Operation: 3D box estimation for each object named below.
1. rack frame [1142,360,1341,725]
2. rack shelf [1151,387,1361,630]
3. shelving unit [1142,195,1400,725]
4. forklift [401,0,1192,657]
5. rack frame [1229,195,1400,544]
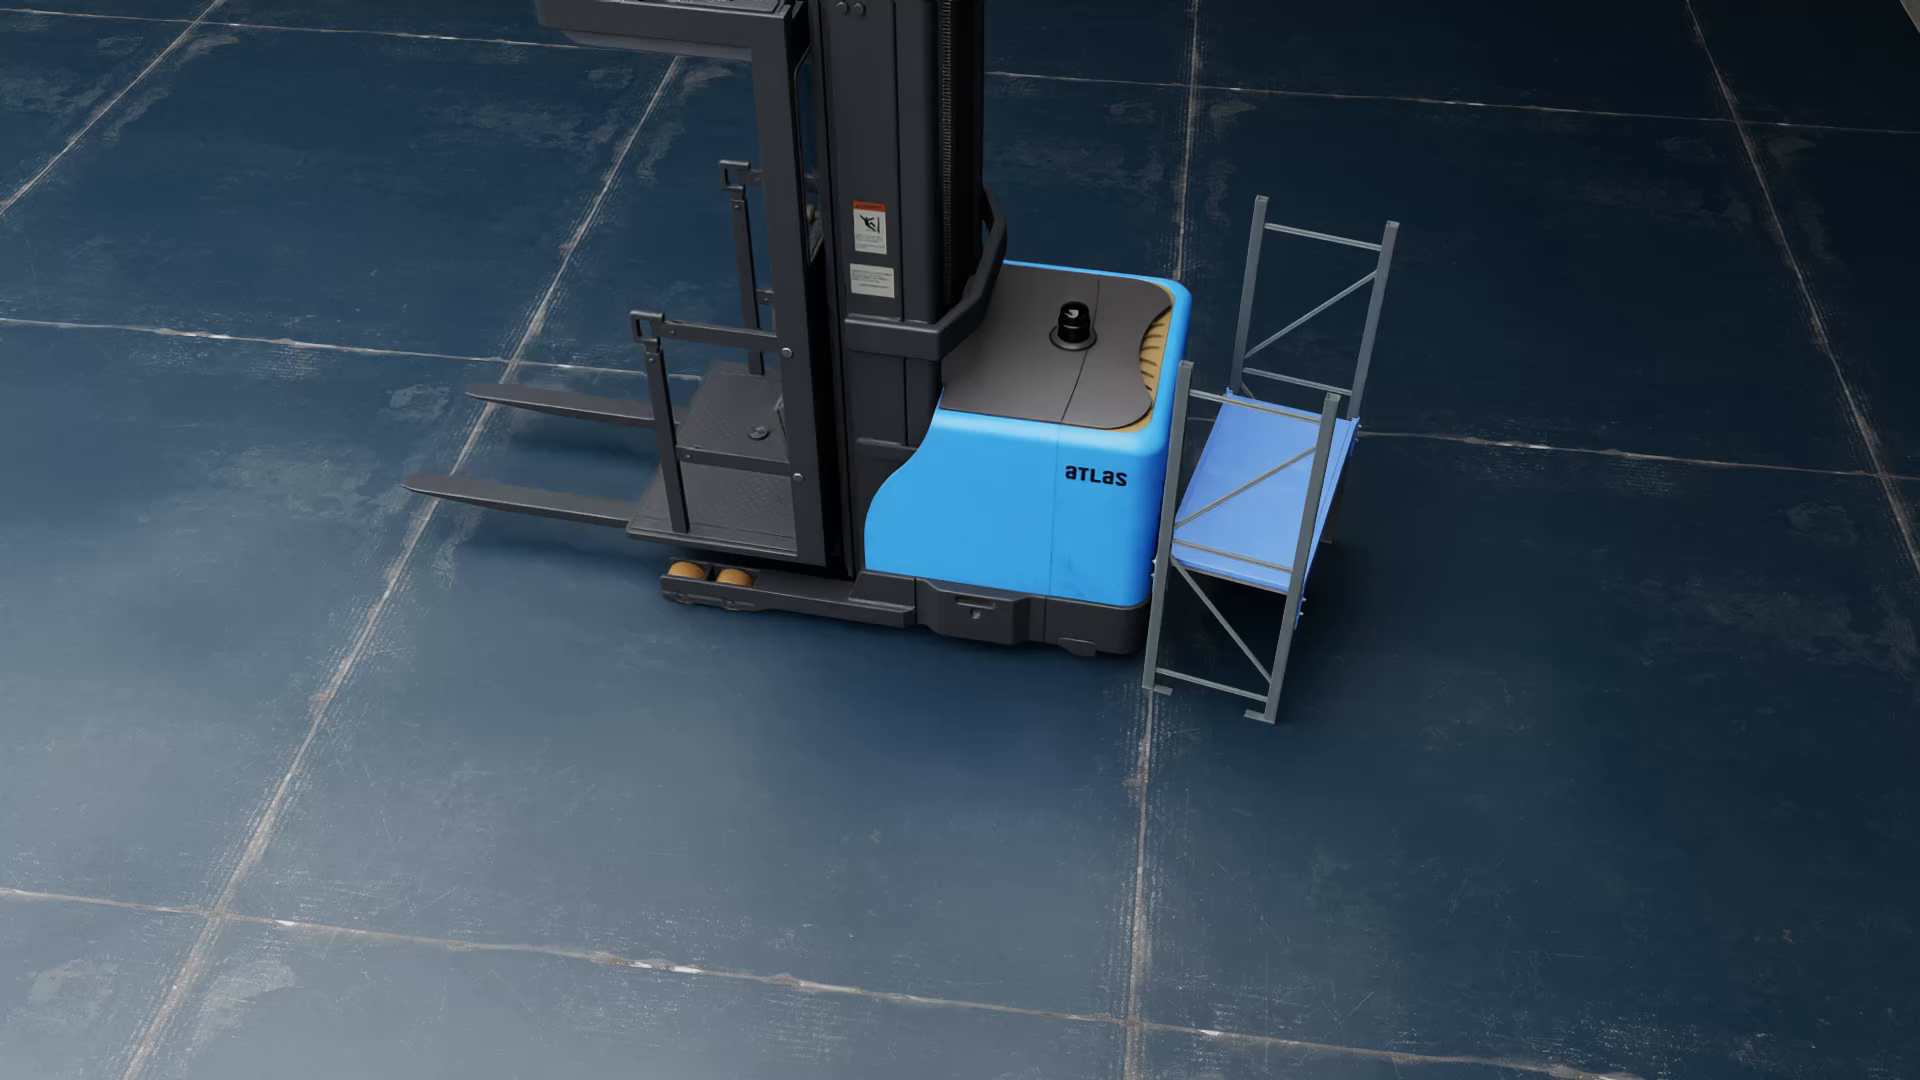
[{"bbox_3d":[0.914,0.056,5.600,0.500,1.500,0.032,15,45,15],"label":"rack frame"},{"bbox_3d":[1.094,-0.140,6.069,0.538,0.185,1.000,15,45,15],"label":"rack shelf"},{"bbox_3d":[1.094,-0.271,5.945,0.538,1.500,1.048,15,45,15],"label":"shelving unit"},{"bbox_3d":[-0.691,-1.137,5.819,3.031,2.935,1.130,8,44,8],"label":"forklift"},{"bbox_3d":[1.274,-0.598,6.290,0.500,1.500,0.032,15,45,15],"label":"rack frame"}]
